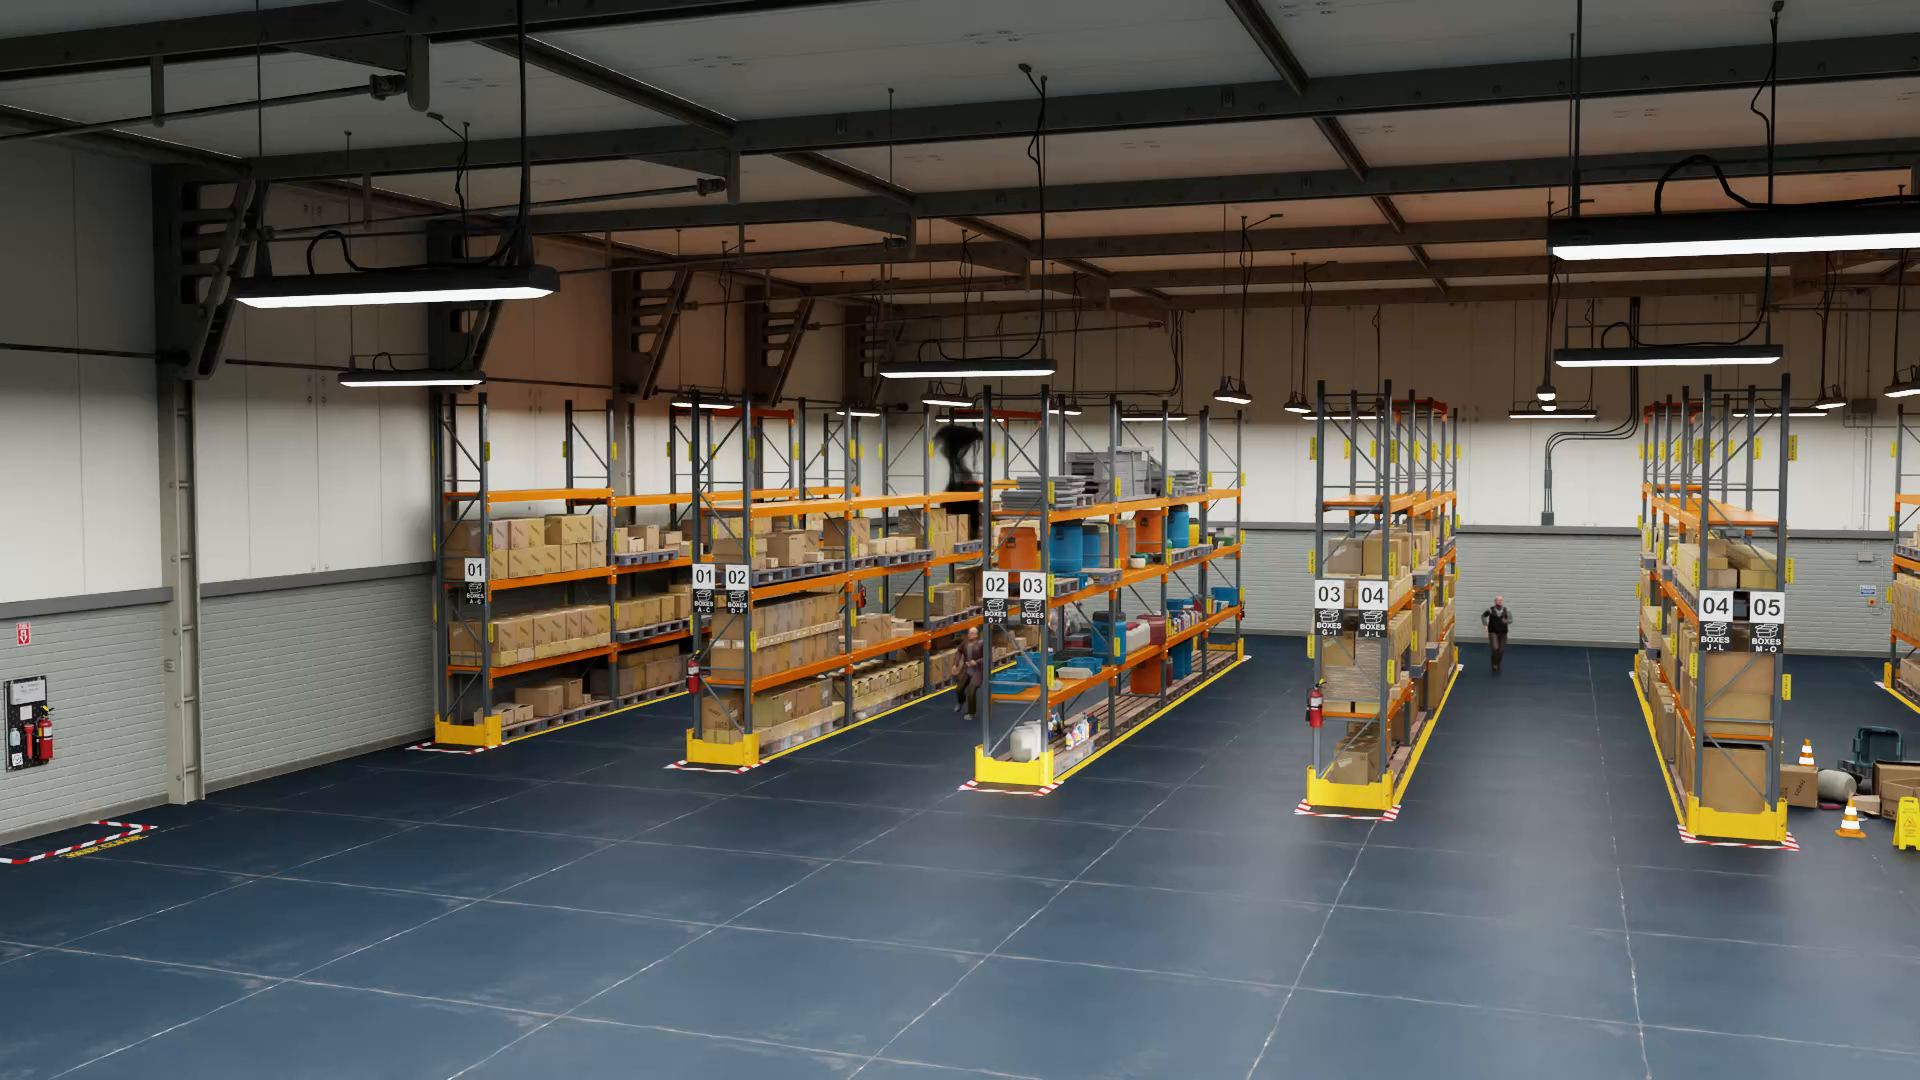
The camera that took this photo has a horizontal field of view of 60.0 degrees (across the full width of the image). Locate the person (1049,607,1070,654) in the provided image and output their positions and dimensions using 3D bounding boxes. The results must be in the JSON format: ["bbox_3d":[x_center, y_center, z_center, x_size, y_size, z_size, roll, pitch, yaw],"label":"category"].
[{"bbox_3d":[2.210,2.210,37.631,0.510,1.600,1.033,1,3,15],"label":"person"}]

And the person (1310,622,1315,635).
[{"bbox_3d":[7.909,2.291,35.745,0.740,1.626,0.947,1,3,16],"label":"person"}]

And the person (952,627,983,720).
[{"bbox_3d":[0.202,2.500,31.119,0.819,1.735,0.554,1,3,17],"label":"person"}]

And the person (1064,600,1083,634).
[{"bbox_3d":[2.843,1.912,42.462,0.690,1.687,0.604,3,4,43],"label":"person"}]

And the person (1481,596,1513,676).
[{"bbox_3d":[12.103,2.151,37.428,0.630,1.789,0.791,0,3,3],"label":"person"}]
